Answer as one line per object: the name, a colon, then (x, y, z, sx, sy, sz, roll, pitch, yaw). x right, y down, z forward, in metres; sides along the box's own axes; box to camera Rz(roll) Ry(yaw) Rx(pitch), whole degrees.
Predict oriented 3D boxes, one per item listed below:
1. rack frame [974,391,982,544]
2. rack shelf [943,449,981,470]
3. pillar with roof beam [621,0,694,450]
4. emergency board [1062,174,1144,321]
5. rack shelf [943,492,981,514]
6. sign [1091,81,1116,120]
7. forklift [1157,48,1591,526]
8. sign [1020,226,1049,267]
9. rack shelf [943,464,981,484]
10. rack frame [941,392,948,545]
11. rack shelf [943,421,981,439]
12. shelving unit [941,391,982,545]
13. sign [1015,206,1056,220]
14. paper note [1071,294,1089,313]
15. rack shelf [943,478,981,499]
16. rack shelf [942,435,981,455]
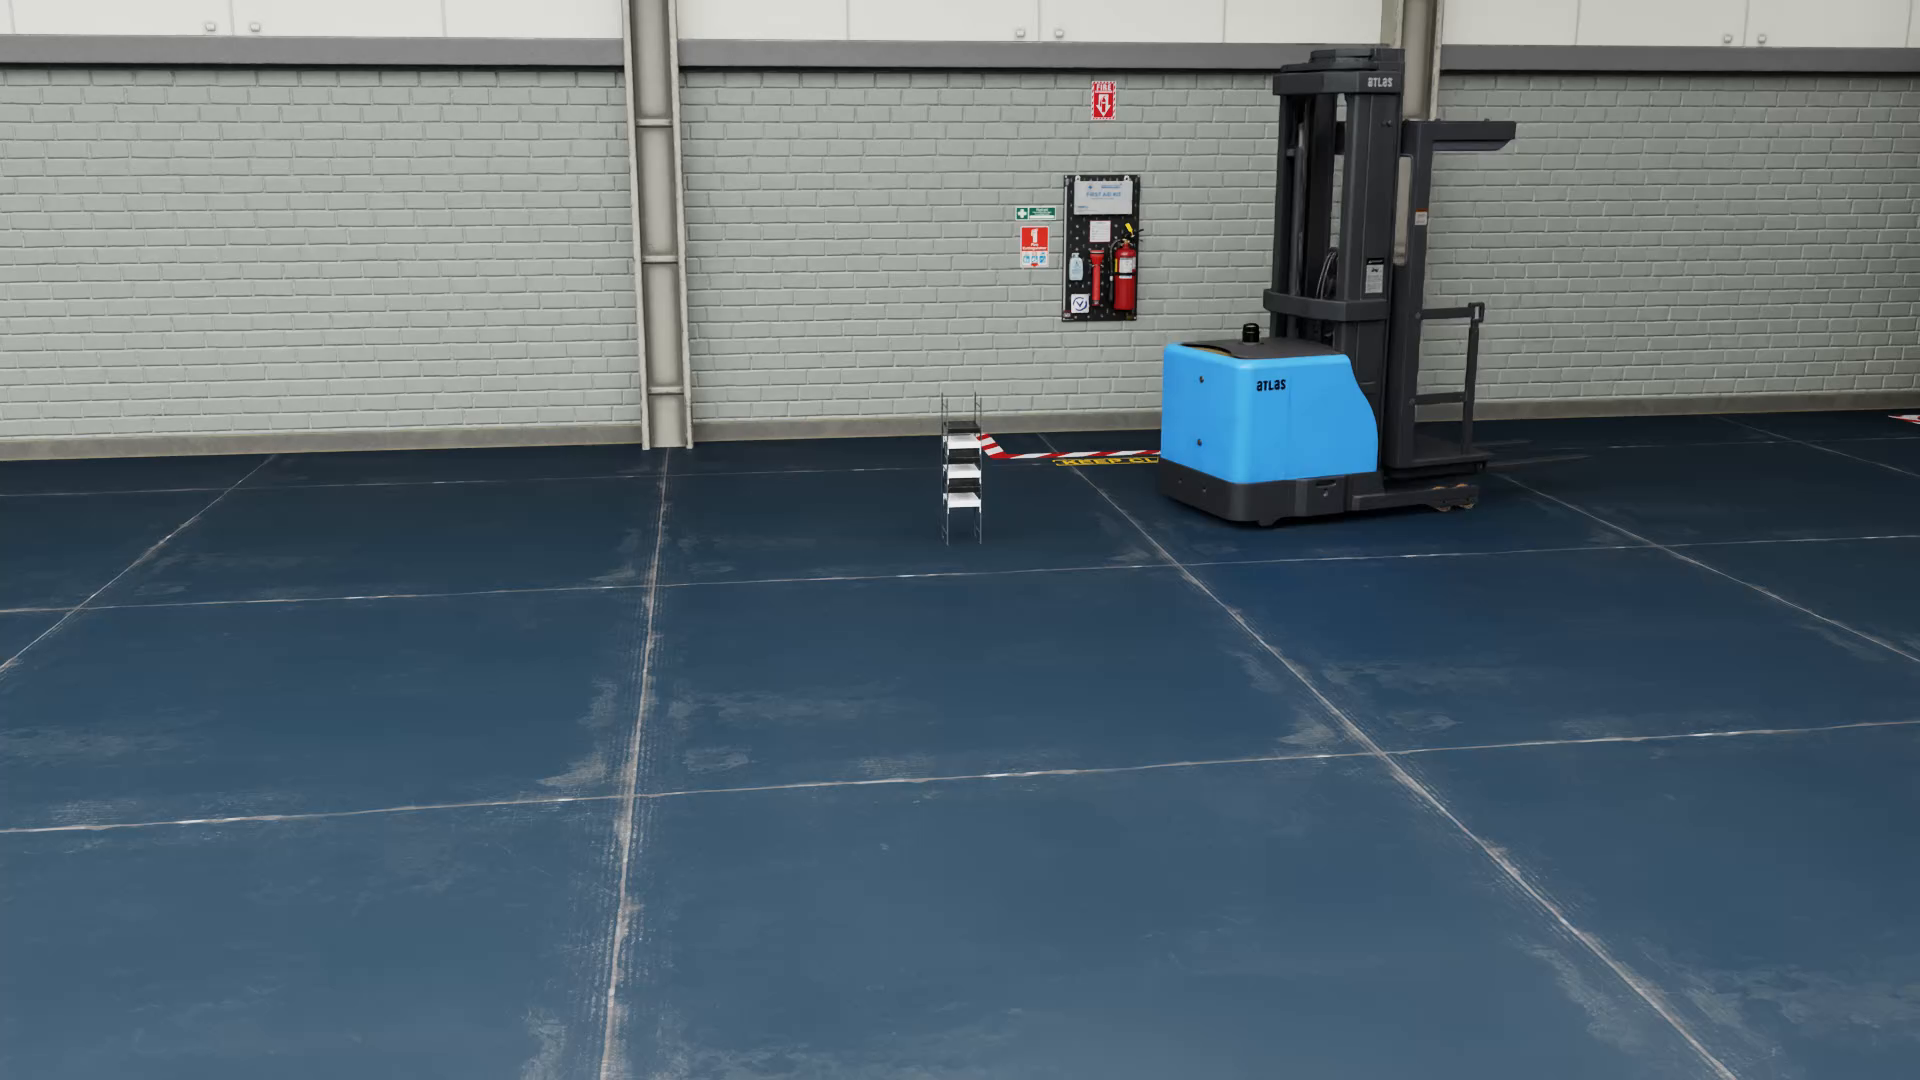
rack frame: (0.109, -0.440, 10.128, 0.006, 0.900, 0.240, -2, 14, -8)
rack shelf: (0.008, -0.492, 10.100, 0.200, 0.077, 0.258, -2, 14, -8)
pillar with roof beam: (-1.678, -4.083, 8.002, 0.400, 9.000, 9.100, -2, 14, -8)
emergency board: (1.164, -2.345, 13.407, 0.643, 1.169, 0.194, -2, 14, -8)
rack shelf: (0.008, -0.230, 10.165, 0.200, 0.077, 0.258, -2, 14, -8)
sign: (1.142, -3.493, 13.219, 0.199, 0.298, 0.001, -2, 14, -8)
forklift: (2.898, -1.720, 11.055, 3.031, 2.935, 1.130, -6, 15, -22)
sign: (0.602, -2.367, 13.422, 0.234, 0.329, 0.001, -2, 14, -8)
rack shelf: (0.008, -0.404, 10.122, 0.200, 0.077, 0.258, -2, 14, -8)
rack frame: (-0.093, -0.433, 10.099, 0.006, 0.900, 0.240, -2, 14, -8)
rack shelf: (0.008, -0.666, 10.056, 0.200, 0.077, 0.258, -2, 14, -8)
shelving unit: (0.008, -0.437, 10.114, 0.210, 0.900, 0.258, -2, 14, -8)
sign: (0.608, -2.622, 13.349, 0.331, 0.109, 0.001, -2, 14, -8)
paper note: (0.979, -1.928, 13.555, 0.142, 0.148, 0.016, -2, 14, -8)
rack shelf: (0.008, -0.317, 10.144, 0.200, 0.077, 0.258, -2, 14, -8)
rack shelf: (0.008, -0.579, 10.078, 0.200, 0.077, 0.258, -2, 14, -8)
